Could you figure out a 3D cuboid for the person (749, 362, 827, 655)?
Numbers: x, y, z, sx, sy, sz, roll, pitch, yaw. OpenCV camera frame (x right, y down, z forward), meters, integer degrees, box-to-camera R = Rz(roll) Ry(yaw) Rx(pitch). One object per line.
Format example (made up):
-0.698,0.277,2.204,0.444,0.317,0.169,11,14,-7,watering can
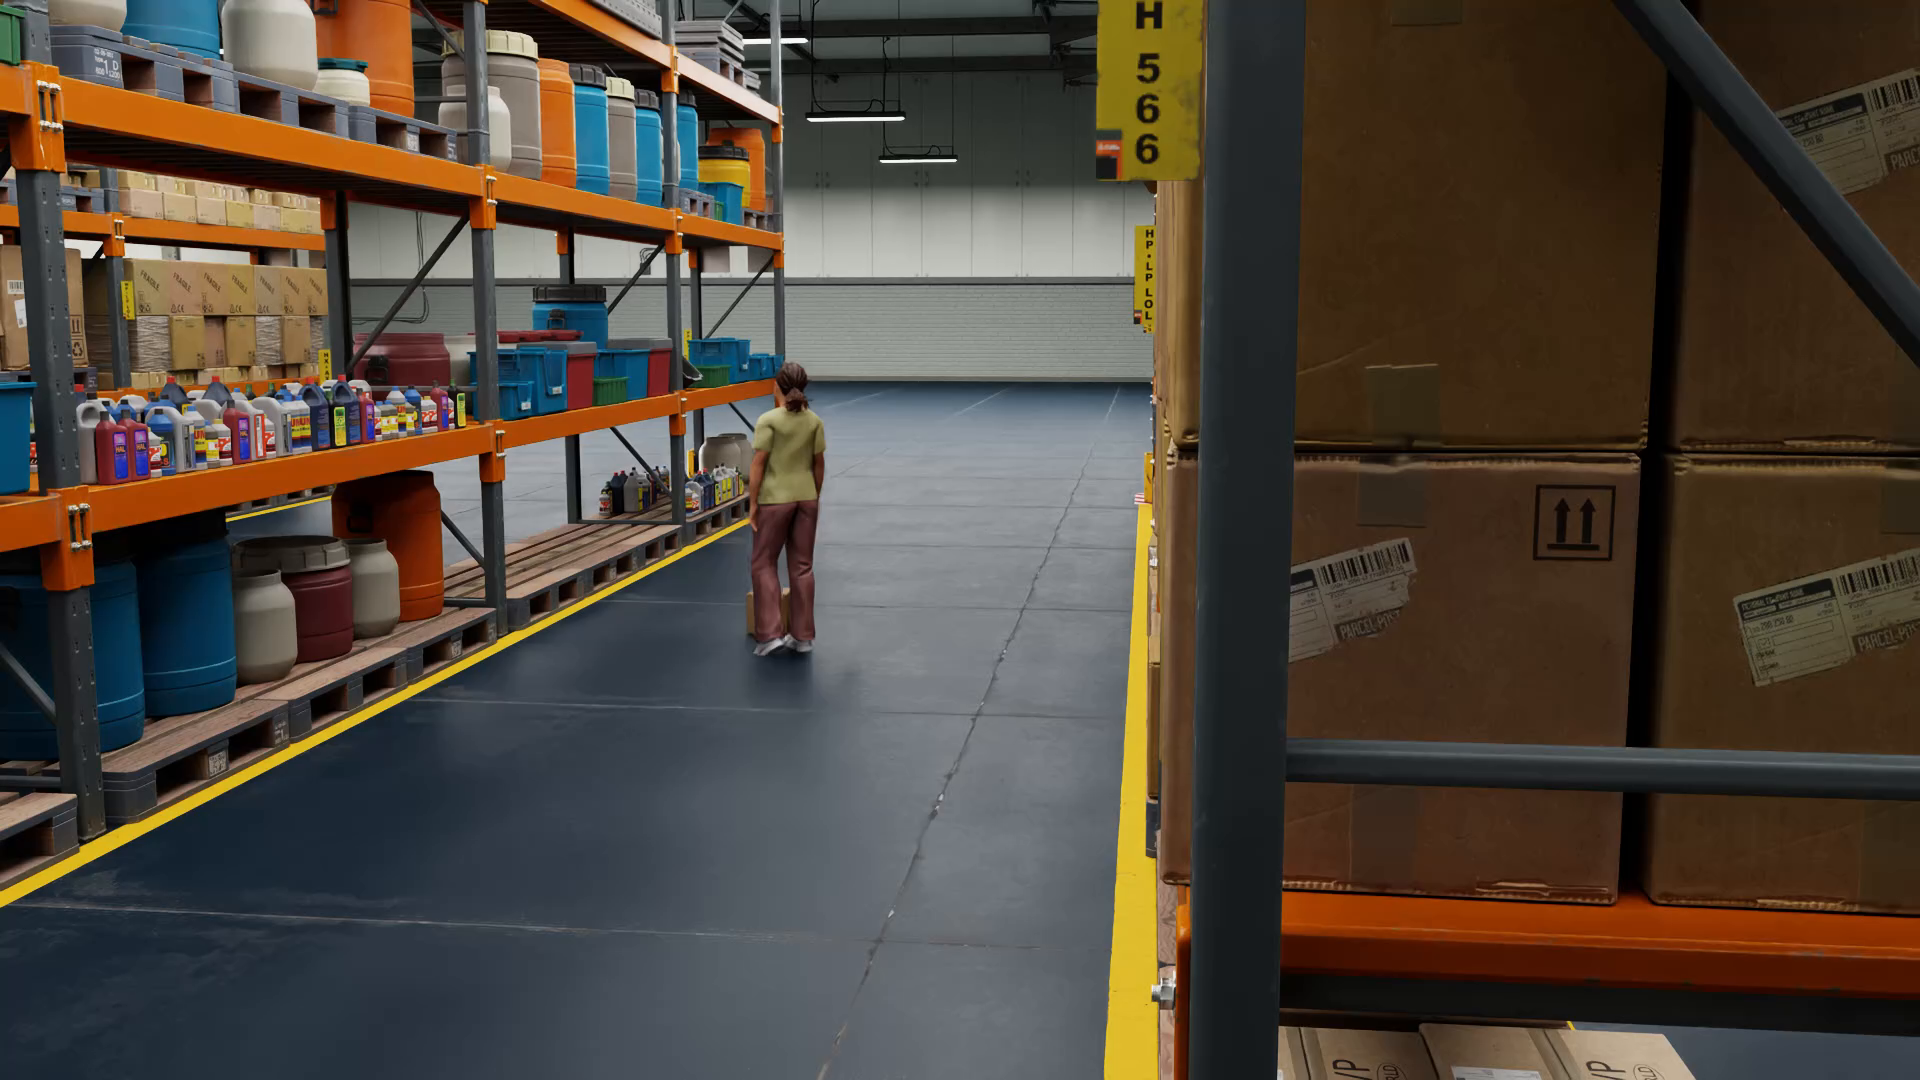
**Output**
-1.000,-0.145,9.554,0.495,1.751,0.400,-5,9,-32,person
